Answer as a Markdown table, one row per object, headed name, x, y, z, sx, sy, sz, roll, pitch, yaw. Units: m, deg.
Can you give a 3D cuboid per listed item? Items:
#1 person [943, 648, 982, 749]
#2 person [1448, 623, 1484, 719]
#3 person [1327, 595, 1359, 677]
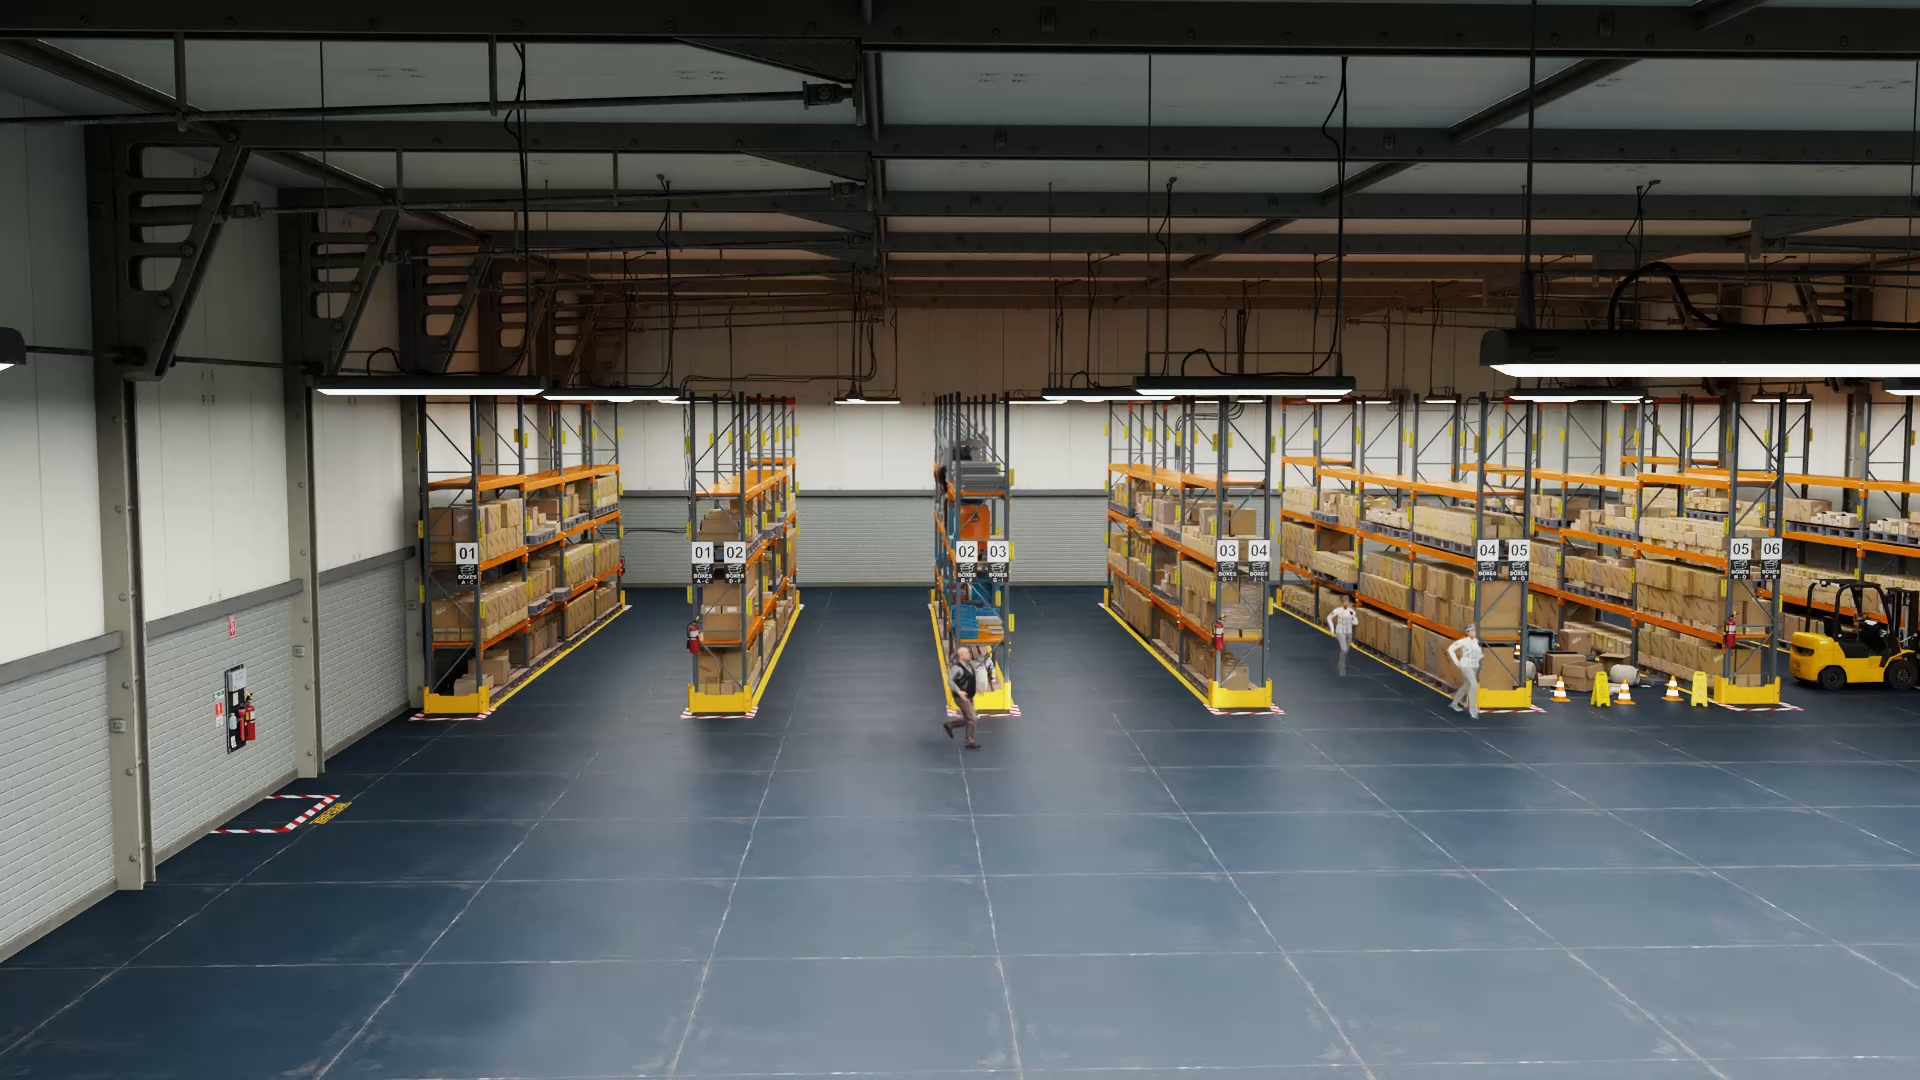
| name | x | y | z | sx | sy | sz | roll | pitch | yaw |
| --- | --- | --- | --- | --- | --- | --- | --- | --- | --- |
| person | 0.022 | 2.642 | 27.934 | 0.771 | 1.686 | 0.695 | 2 | 5 | 27 |
| person | 9.449 | 2.419 | 30.888 | 0.624 | 1.763 | 0.706 | -4 | 6 | -38 |
| person | 8.203 | 2.039 | 35.510 | 0.576 | 1.749 | 0.732 | -1 | 5 | -14 |
